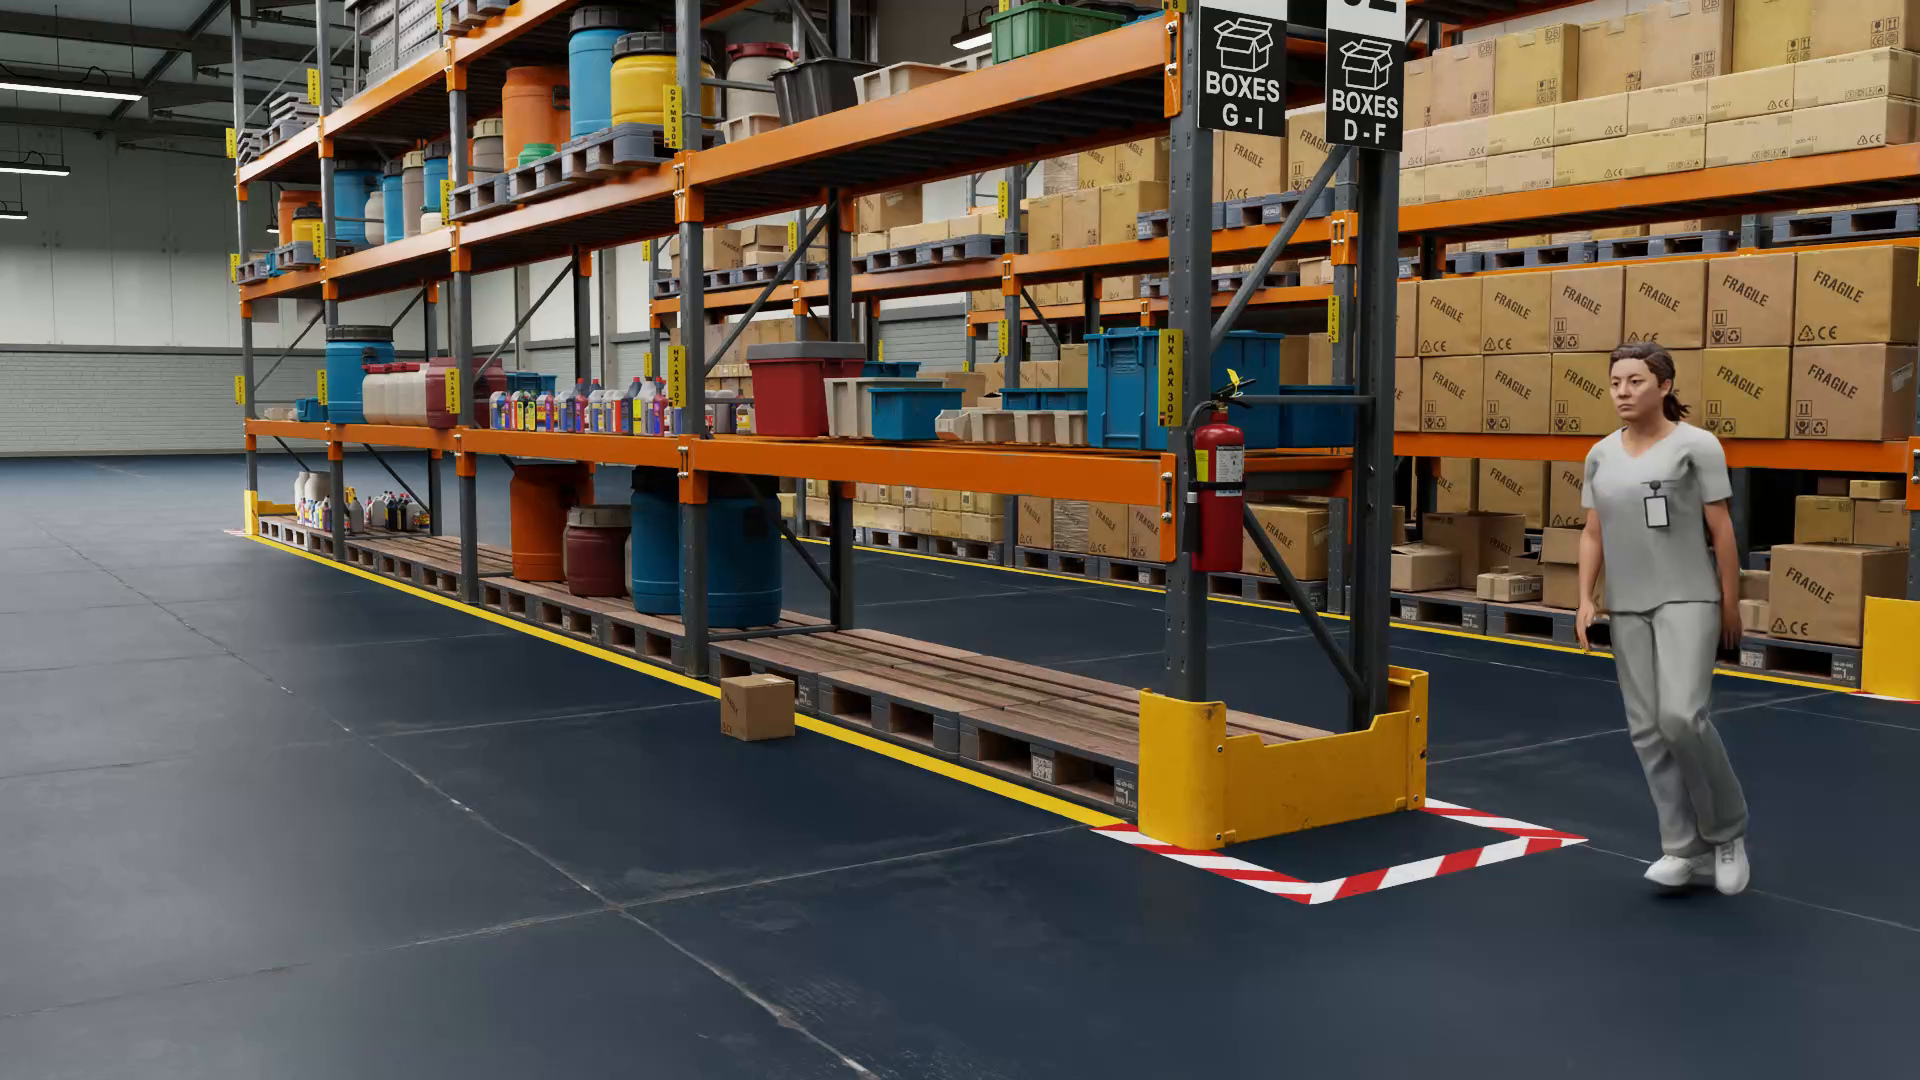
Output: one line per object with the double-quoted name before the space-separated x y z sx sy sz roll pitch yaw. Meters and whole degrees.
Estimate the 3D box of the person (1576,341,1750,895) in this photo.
"person" 2.141 0.224 5.087 0.432 1.658 0.537 -4 6 -37
